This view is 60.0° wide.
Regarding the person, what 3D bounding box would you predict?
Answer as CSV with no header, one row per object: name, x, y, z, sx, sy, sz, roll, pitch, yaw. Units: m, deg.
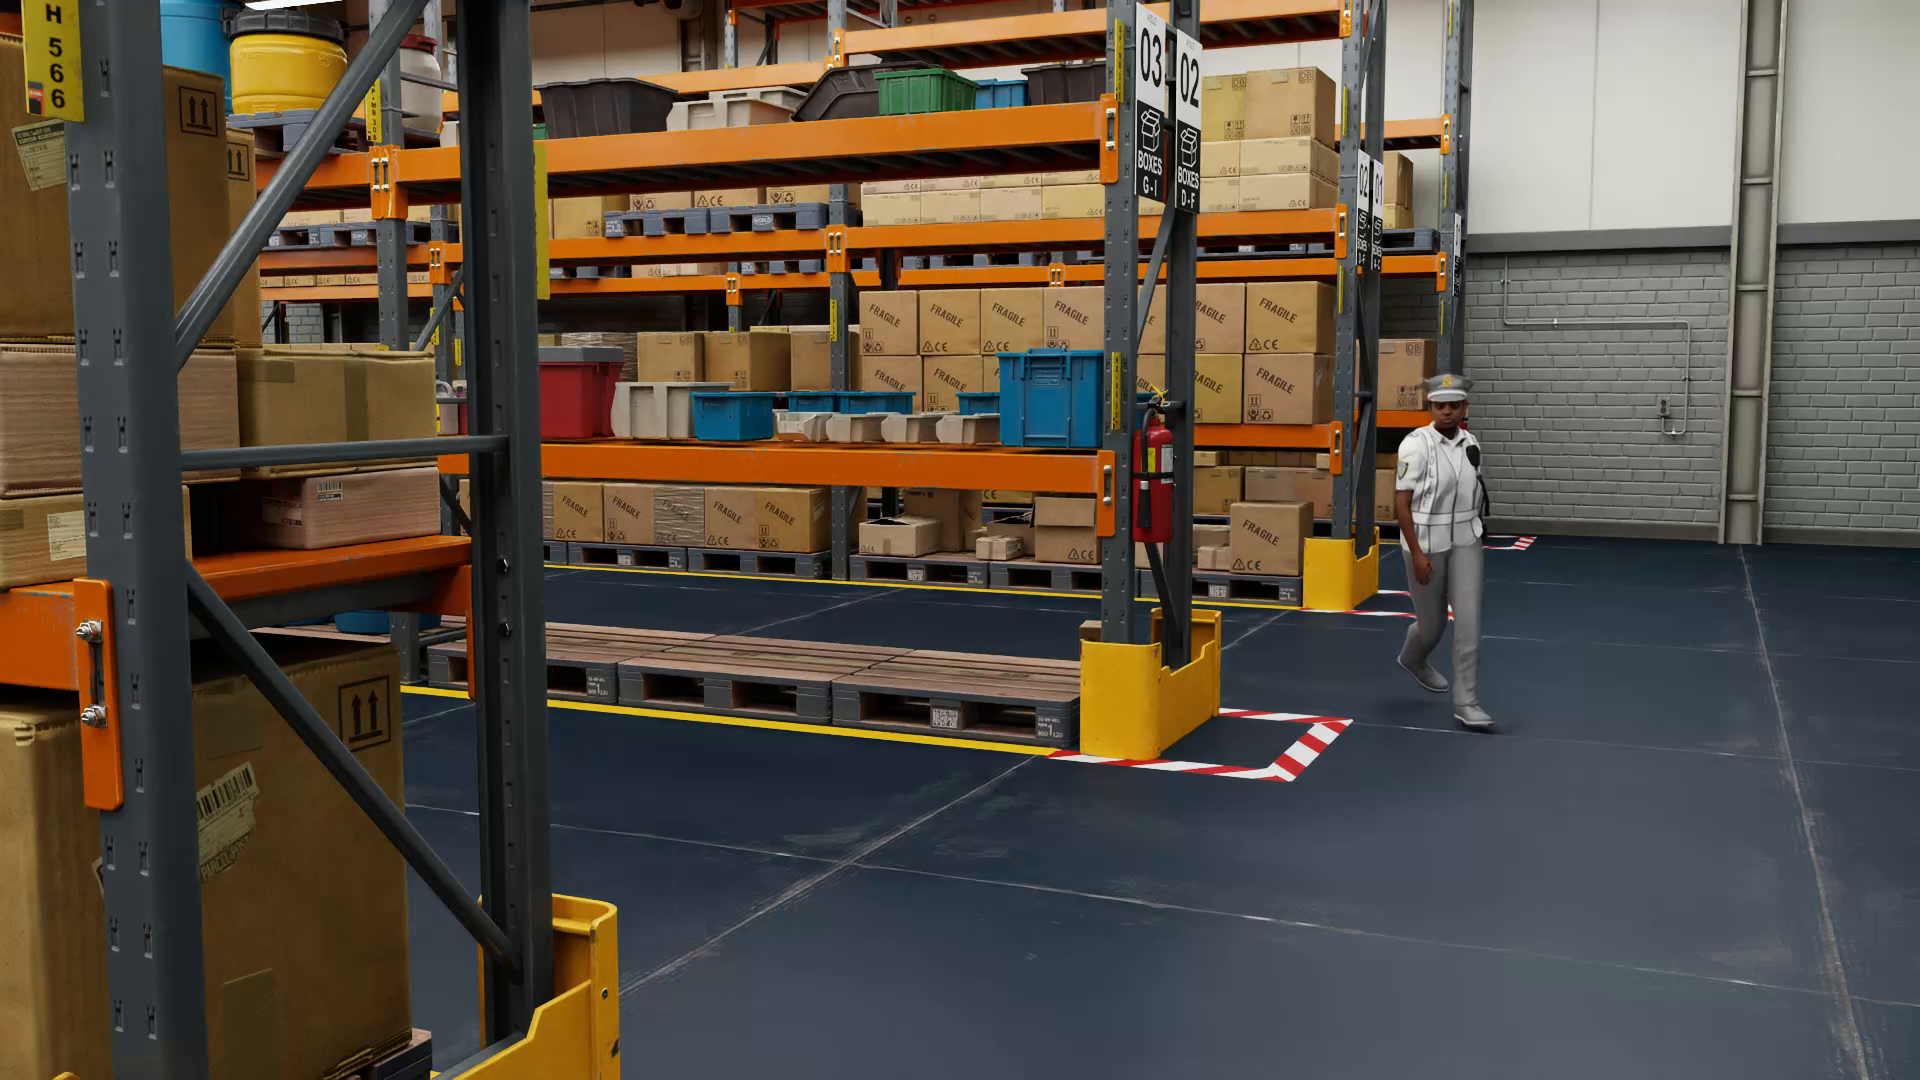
person,2.264,0.024,7.973,0.477,1.634,0.852,-1,6,-10
